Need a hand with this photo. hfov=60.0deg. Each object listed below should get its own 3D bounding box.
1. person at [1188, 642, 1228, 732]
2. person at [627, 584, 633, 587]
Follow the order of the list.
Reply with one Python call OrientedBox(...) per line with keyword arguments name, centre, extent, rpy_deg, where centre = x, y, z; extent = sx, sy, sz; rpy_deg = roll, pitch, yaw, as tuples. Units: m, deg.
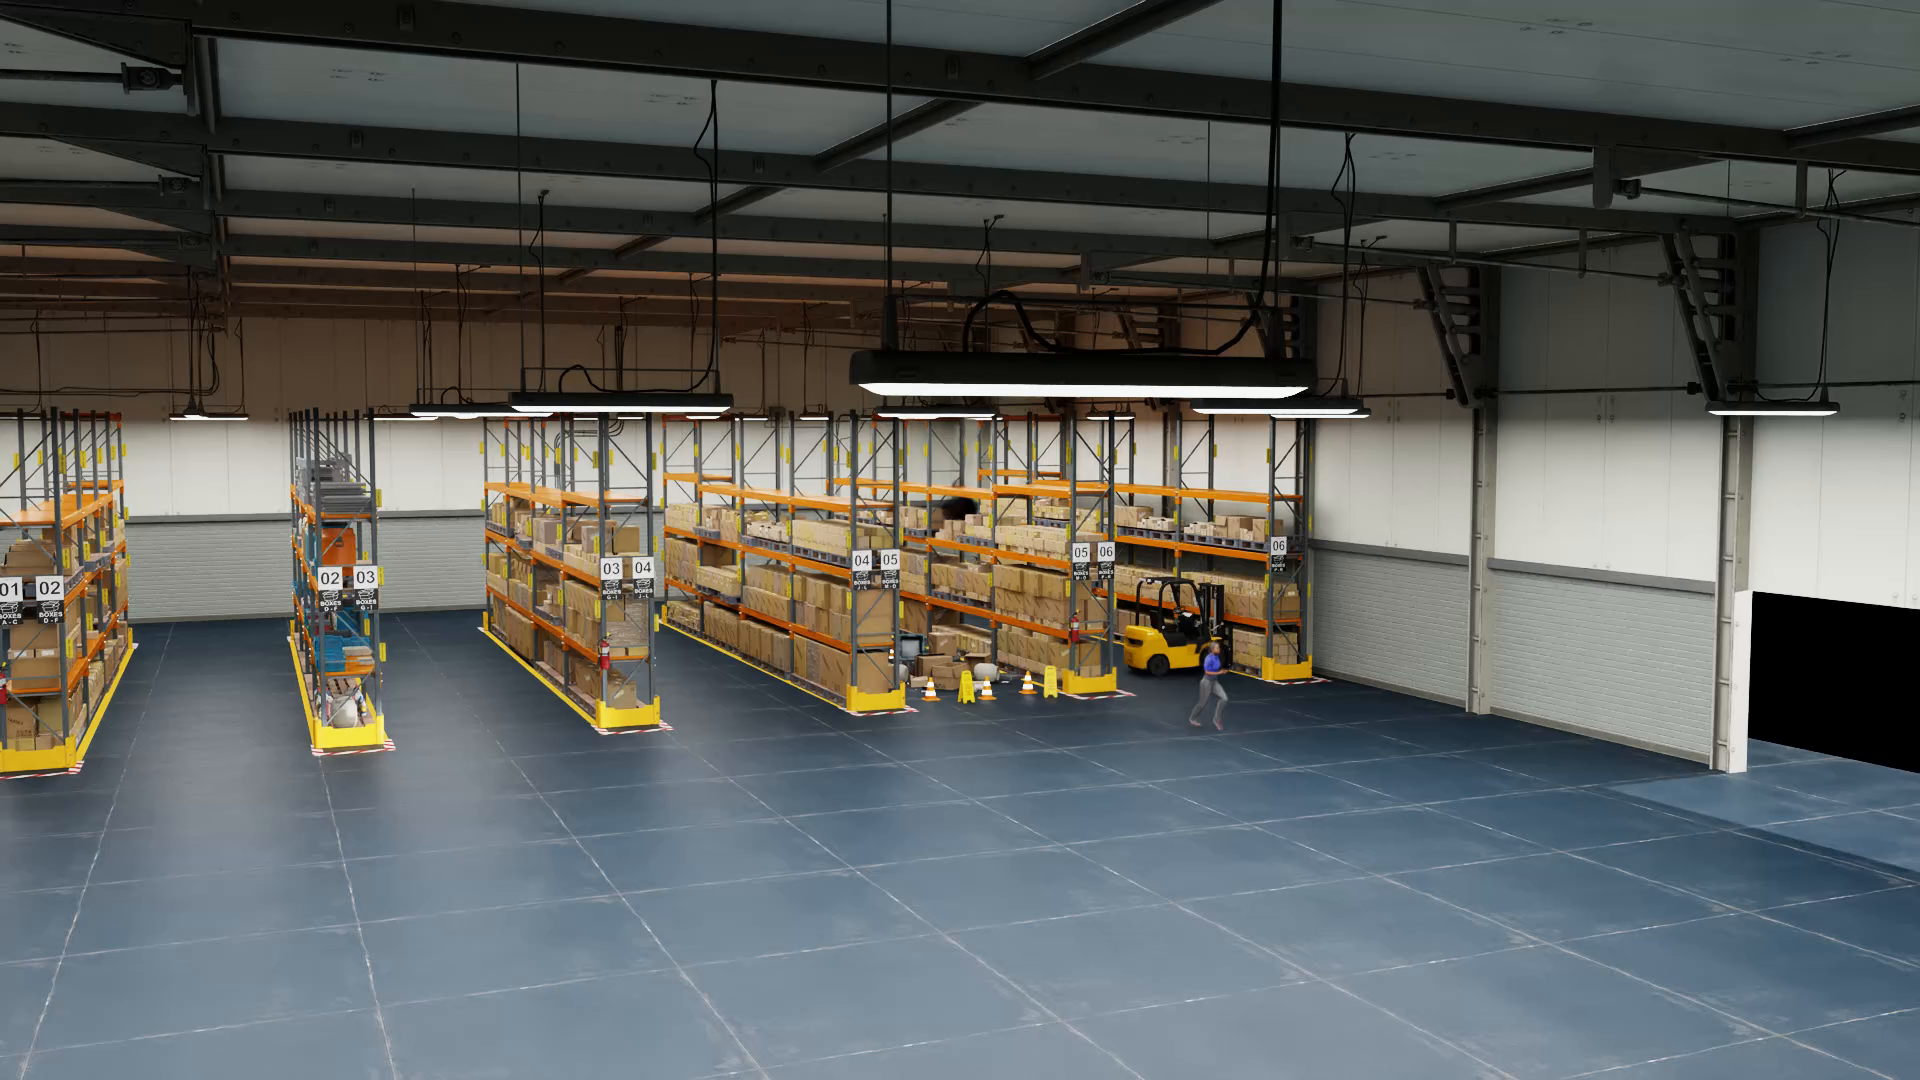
OrientedBox(name="person", centre=(4.650, 2.731, 31.084), extent=(0.831, 1.683, 0.599), rpy_deg=(3, 5, 37))
OrientedBox(name="person", centre=(-9.258, 1.606, 46.604), extent=(0.748, 1.721, 0.638), rpy_deg=(-1, 4, -17))
